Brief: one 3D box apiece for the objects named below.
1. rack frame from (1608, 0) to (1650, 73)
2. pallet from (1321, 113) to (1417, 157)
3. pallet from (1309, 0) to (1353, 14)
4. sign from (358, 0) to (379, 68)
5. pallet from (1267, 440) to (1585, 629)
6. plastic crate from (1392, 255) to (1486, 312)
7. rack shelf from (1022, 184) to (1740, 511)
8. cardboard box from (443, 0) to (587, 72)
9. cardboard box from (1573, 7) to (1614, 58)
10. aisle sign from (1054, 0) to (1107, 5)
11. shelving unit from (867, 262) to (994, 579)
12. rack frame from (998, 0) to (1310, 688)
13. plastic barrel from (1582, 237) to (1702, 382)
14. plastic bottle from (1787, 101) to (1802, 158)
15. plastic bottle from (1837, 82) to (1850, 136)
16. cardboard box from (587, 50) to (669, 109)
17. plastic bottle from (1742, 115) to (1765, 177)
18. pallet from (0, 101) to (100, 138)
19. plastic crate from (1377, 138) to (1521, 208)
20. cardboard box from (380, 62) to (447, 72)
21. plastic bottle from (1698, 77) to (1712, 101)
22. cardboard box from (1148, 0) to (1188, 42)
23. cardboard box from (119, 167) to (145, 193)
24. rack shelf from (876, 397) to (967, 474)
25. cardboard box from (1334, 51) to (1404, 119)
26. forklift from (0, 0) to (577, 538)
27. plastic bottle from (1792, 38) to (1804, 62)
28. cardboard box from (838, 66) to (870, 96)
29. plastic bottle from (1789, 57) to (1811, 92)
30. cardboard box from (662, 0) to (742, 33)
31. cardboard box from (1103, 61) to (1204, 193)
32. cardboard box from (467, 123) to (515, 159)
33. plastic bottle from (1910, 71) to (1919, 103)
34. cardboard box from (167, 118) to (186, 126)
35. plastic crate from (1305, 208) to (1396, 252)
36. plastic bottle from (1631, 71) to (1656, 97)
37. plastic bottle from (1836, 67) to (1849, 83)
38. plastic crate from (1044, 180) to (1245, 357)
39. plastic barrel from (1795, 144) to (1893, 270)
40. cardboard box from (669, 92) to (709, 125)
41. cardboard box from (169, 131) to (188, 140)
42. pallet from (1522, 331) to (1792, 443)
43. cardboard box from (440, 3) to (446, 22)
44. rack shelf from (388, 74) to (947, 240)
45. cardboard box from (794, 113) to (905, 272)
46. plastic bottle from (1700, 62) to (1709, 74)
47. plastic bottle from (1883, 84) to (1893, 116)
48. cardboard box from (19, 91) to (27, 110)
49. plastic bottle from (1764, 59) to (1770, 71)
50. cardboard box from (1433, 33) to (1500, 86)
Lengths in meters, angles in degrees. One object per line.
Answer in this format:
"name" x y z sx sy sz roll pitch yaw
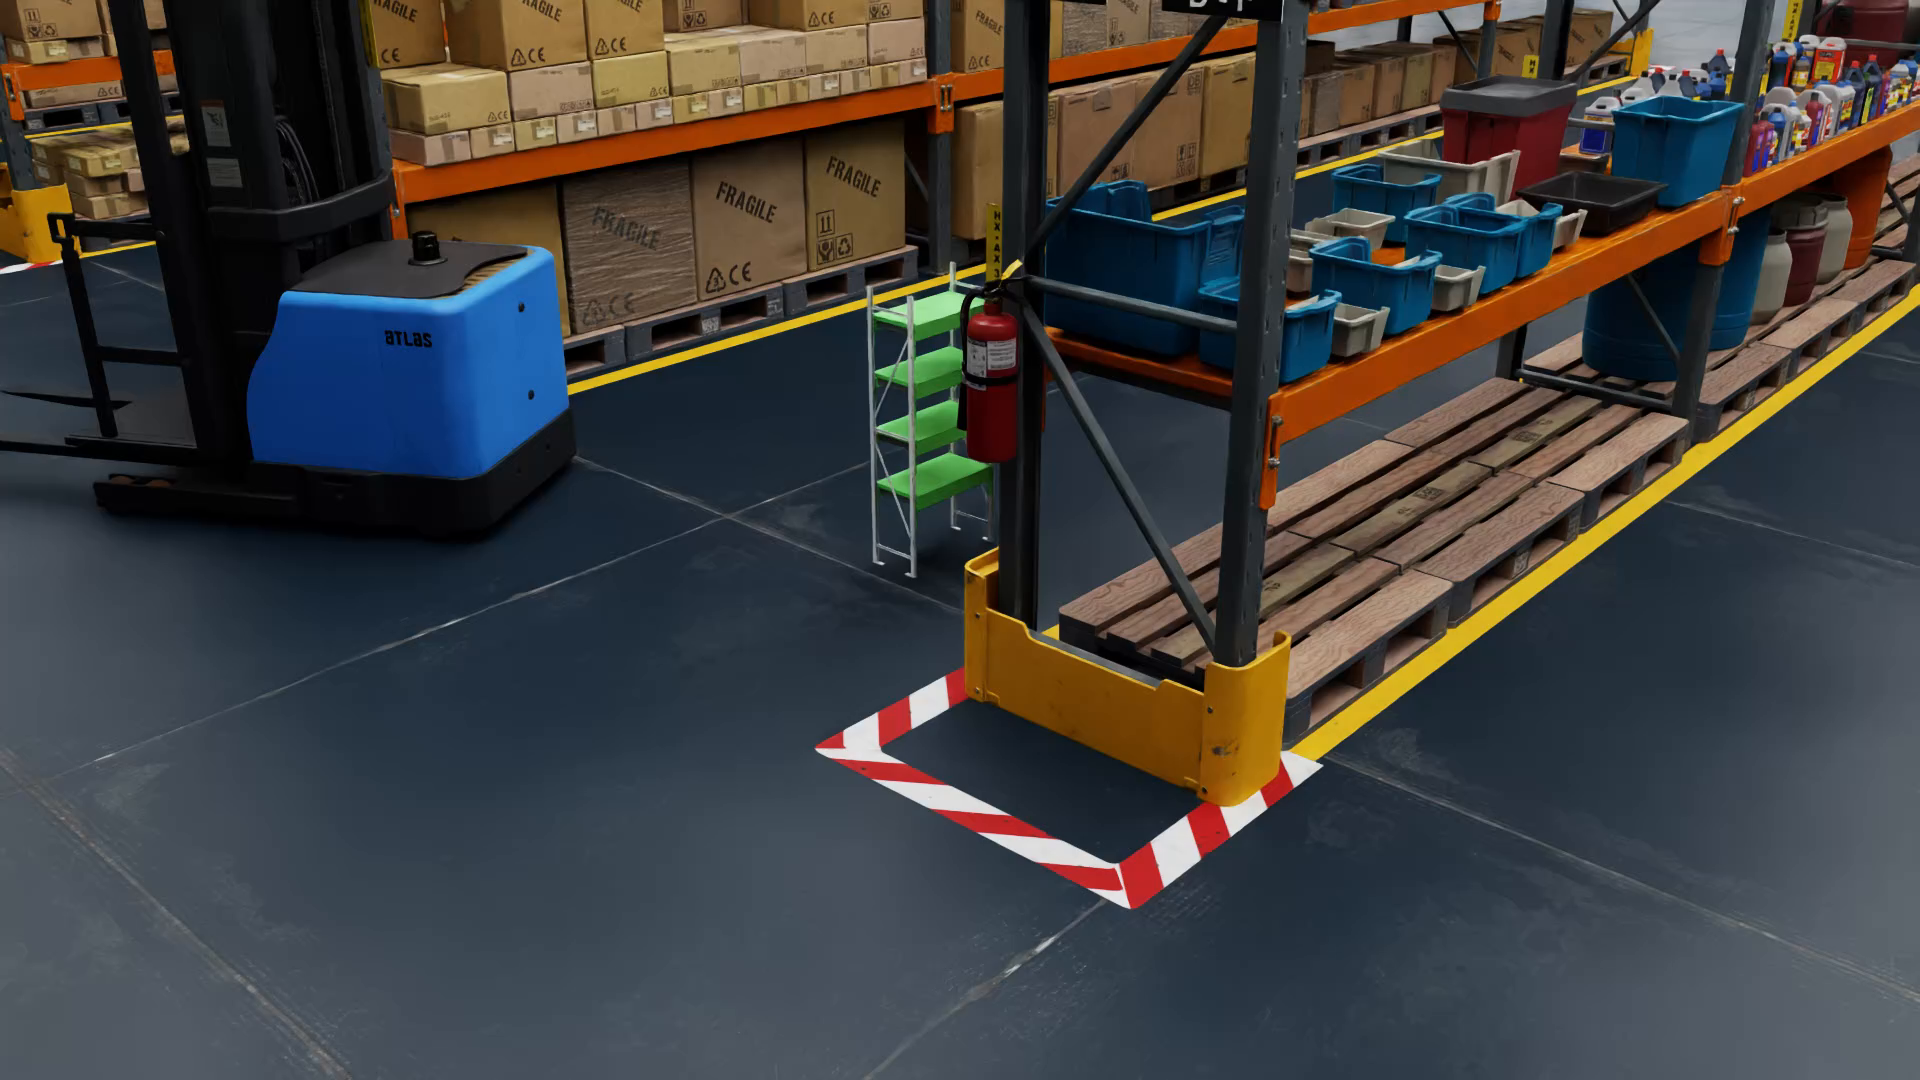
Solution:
"rack frame" 7.536 -6.950 19.085 1.000 3.000 0.127 20 31 38
"pallet" 3.534 -3.848 15.575 1.003 0.211 1.213 20 31 38
"pallet" 2.593 -4.672 14.237 1.213 0.211 1.003 20 31 38
"sign" -2.733 -2.353 7.677 0.100 0.325 0.005 20 31 38
"pallet" 1.940 -0.061 7.129 1.003 0.211 1.213 20 31 38
"plastic crate" 1.684 -0.897 5.834 0.250 0.136 0.298 20 31 38
"rack shelf" 1.881 -1.004 6.703 1.077 0.370 4.000 20 31 38
"cardboard box" -2.287 -2.710 8.531 0.500 0.500 0.500 19 31 36
"cardboard box" 7.107 -5.816 19.096 0.500 0.500 0.500 -17 29 -34
"aisle sign" 0.280 -1.967 4.794 0.394 0.787 0.004 20 31 38
"shelving unit" -0.110 -0.497 6.892 0.258 1.200 0.503 20 31 38
"rack frame" 0.546 -0.723 5.196 1.000 3.000 0.127 20 31 38
"plastic barrel" 3.591 -1.337 8.617 0.600 0.901 0.708 20 31 38
"plastic bottle" 4.150 -2.059 8.334 0.097 0.271 0.097 0 24 0
"plastic bottle" 4.679 -2.301 8.872 0.097 0.271 0.097 0 24 0
"cardboard box" -1.941 -2.528 9.041 0.500 0.250 0.500 19 30 36
"plastic bottle" 3.778 -1.884 7.928 0.061 0.283 0.133 20 31 38
"pallet" -9.233 -4.144 16.234 1.003 0.211 1.213 20 31 38
"plastic crate" 2.059 -1.500 7.001 0.437 0.282 0.530 20 31 38
"cardboard box" -3.017 -2.363 8.673 0.500 0.250 0.500 20 31 37
"plastic bottle" 4.013 -2.369 9.024 0.097 0.271 0.097 0 24 0
"cardboard box" 1.371 -4.031 12.452 0.500 0.500 0.500 19 30 36
"cardboard box" -6.003 -2.645 12.090 0.380 0.149 0.250 20 31 37
"rack shelf" -0.110 -0.439 6.918 0.258 0.148 0.480 20 31 38
"cardboard box" 3.735 -4.300 15.691 0.700 0.500 0.500 17 29 33
"forklift" -3.416 -1.644 7.335 3.031 2.935 1.130 5 25 11
"plastic bottle" 5.258 -3.030 10.500 0.097 0.271 0.097 0 24 0
"cardboard box" -0.775 -2.841 10.226 0.380 0.149 0.250 20 31 37
"plastic bottle" 5.152 -2.857 10.198 0.097 0.201 0.097 0 24 0
"cardboard box" -1.661 -3.320 9.891 0.500 0.500 0.500 19 30 36
"cardboard box" 1.120 -3.261 12.940 1.225 0.875 0.875 20 31 38
"cardboard box" -2.490 -2.057 8.480 0.380 0.149 0.250 20 31 37
"plastic bottle" 5.623 -2.700 9.848 0.097 0.201 0.097 0 24 0
"cardboard box" -5.958 -3.186 12.935 0.380 0.149 0.250 22 32 39
"plastic crate" 1.511 -1.199 6.507 0.298 0.136 0.250 20 31 38
"plastic bottle" 3.585 -2.289 8.748 0.144 0.351 0.185 20 31 38
"plastic bottle" 4.939 -2.502 9.307 0.061 0.283 0.133 20 31 38
"plastic crate" 0.630 -0.920 5.518 0.616 0.435 0.499 20 31 38
"plastic barrel" 5.571 -2.208 10.648 0.600 0.830 0.708 20 31 38
"cardboard box" -1.634 -2.448 9.350 0.380 0.149 0.250 19 30 36
"cardboard box" -5.704 -2.947 12.399 0.380 0.149 0.250 18 30 35
"pallet" 3.762 -0.893 8.984 1.003 0.211 1.213 20 31 38
"cardboard box" -4.206 -4.306 13.493 0.380 0.149 0.250 19 30 36
"rack shelf" -1.808 -2.357 9.719 1.077 0.370 4.000 20 31 38
"cardboard box" -0.973 -2.337 10.880 0.875 0.875 0.875 20 31 38
"plastic bottle" 4.183 -2.556 9.428 0.061 0.283 0.133 20 31 38
"plastic bottle" 5.234 -2.522 9.451 0.097 0.201 0.097 0 24 0
"cardboard box" -9.552 -4.313 15.822 0.875 0.438 0.875 21 32 39
"plastic bottle" 4.860 -2.817 10.109 0.097 0.201 0.097 0 24 0
"cardboard box" 5.163 -4.894 17.040 0.500 0.500 0.500 19 30 36
